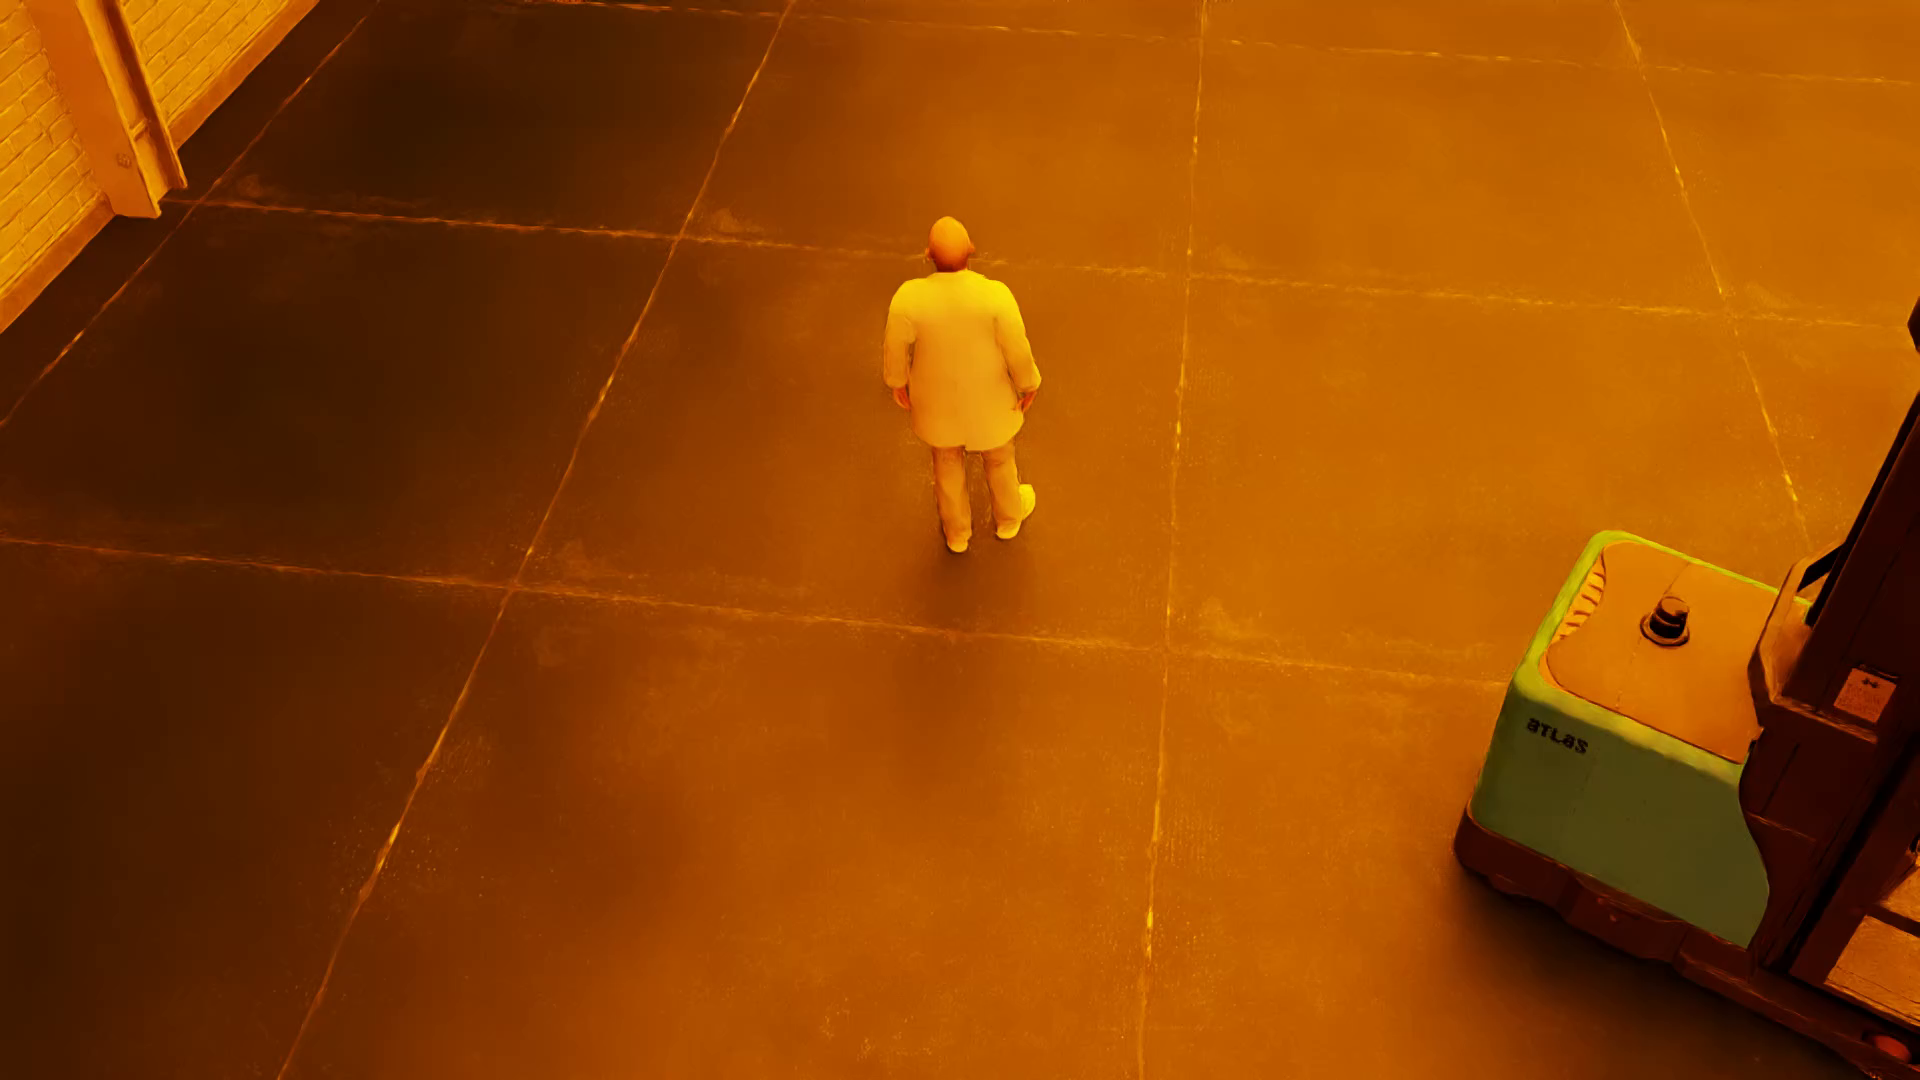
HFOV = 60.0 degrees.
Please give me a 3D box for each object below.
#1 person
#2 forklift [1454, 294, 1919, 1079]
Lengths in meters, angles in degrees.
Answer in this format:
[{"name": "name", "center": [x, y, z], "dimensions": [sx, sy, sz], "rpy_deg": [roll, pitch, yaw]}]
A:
[{"name": "person", "center": [0.017, -0.720, 7.351], "dimensions": [0.694, 1.776, 0.579], "rpy_deg": [5, 43, 6]}, {"name": "forklift", "center": [3.432, 0.474, 5.208], "dimensions": [3.031, 2.935, 1.130], "rpy_deg": [24, 48, 24]}]
